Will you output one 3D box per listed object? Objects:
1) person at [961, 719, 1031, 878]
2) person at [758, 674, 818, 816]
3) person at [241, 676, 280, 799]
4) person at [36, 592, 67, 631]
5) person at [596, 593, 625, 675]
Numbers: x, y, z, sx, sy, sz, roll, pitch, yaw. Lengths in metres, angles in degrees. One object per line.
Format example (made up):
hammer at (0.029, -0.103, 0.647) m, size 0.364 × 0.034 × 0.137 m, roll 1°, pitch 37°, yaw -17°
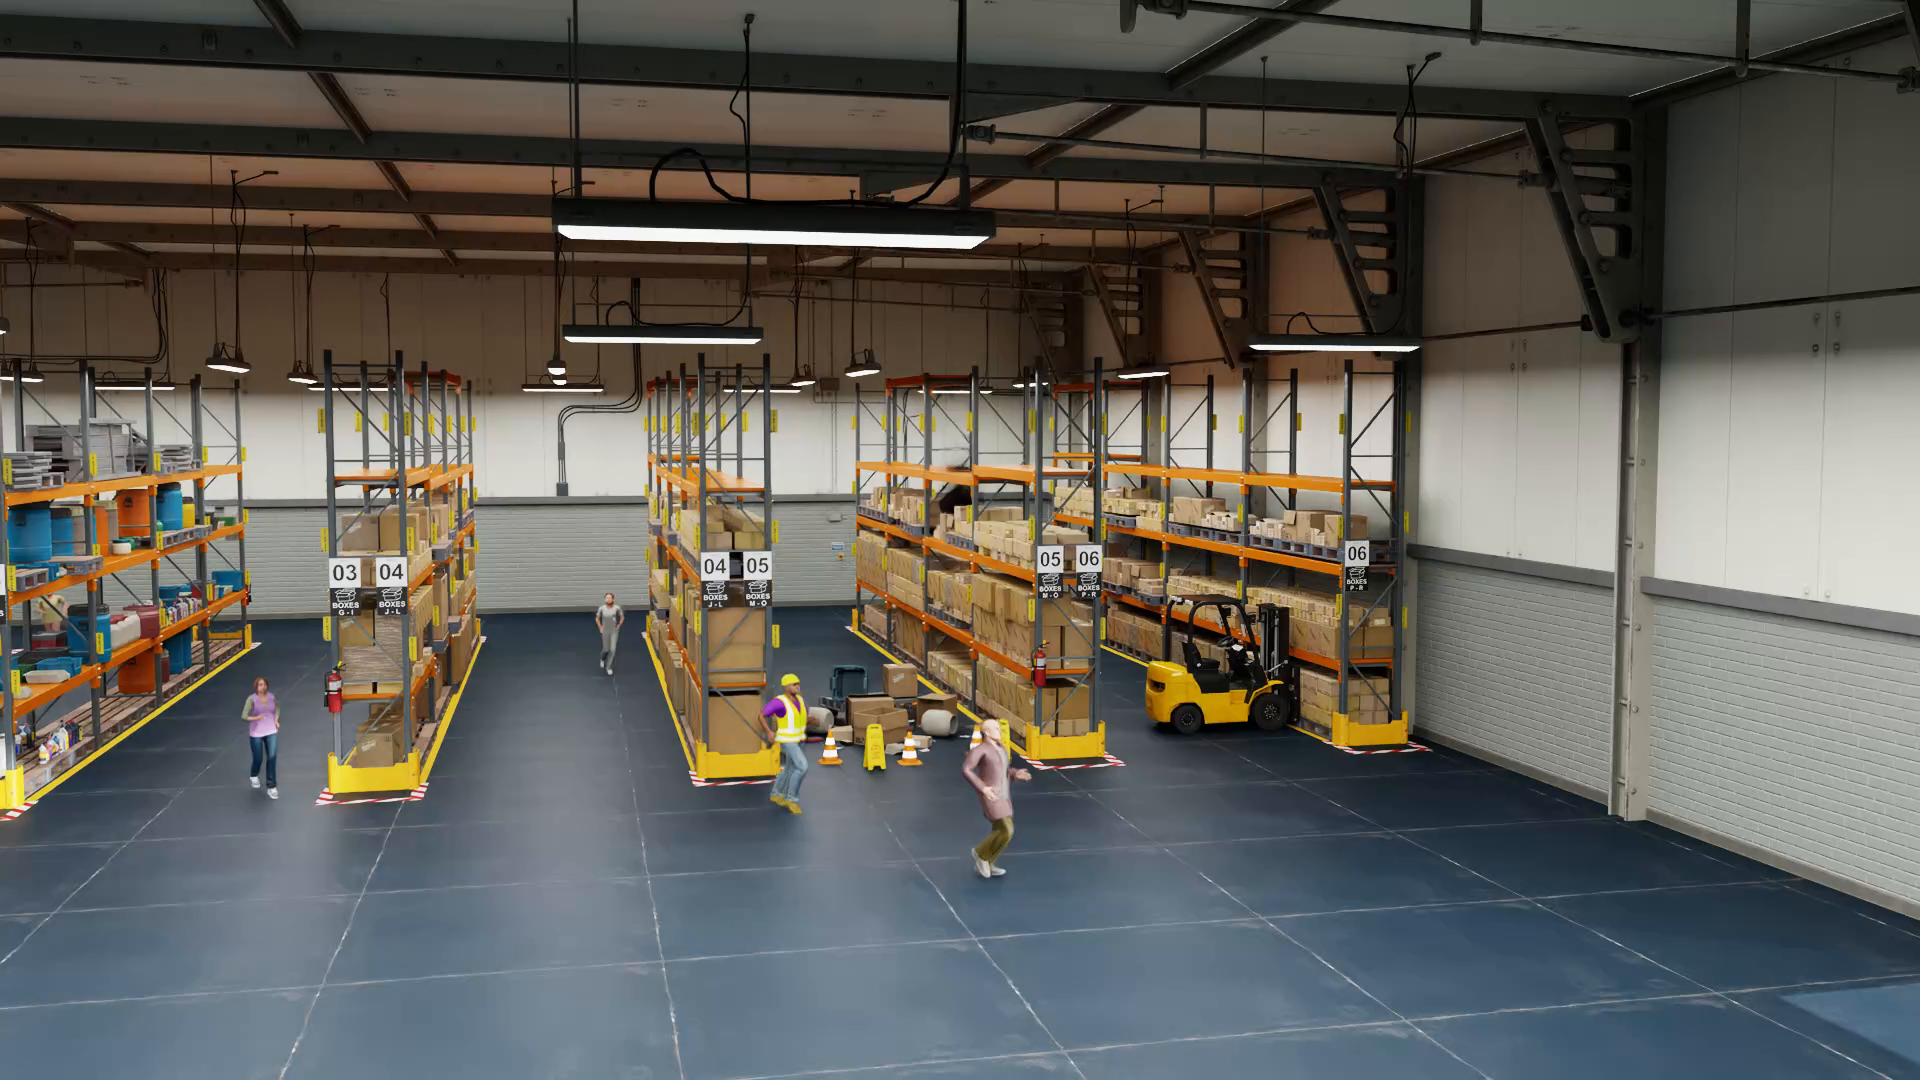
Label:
person at (0.434, 2.851, 18.298) m, size 0.642 × 1.745 × 0.695 m, roll 2°, pitch 4°, yaw 27°
person at (-2.170, 2.632, 21.456) m, size 0.747 × 1.816 × 0.669 m, roll 2°, pitch 4°, yaw 27°
person at (-9.356, 2.624, 22.323) m, size 0.540 × 1.589 × 0.861 m, roll -3°, pitch 5°, yaw -36°
person at (-19.084, 1.757, 34.933) m, size 0.555 × 1.701 × 0.670 m, roll -1°, pitch 4°, yaw -18°
person at (-7.025, 1.870, 33.435) m, size 0.560 × 1.639 × 0.605 m, roll -1°, pitch 4°, yaw -15°
